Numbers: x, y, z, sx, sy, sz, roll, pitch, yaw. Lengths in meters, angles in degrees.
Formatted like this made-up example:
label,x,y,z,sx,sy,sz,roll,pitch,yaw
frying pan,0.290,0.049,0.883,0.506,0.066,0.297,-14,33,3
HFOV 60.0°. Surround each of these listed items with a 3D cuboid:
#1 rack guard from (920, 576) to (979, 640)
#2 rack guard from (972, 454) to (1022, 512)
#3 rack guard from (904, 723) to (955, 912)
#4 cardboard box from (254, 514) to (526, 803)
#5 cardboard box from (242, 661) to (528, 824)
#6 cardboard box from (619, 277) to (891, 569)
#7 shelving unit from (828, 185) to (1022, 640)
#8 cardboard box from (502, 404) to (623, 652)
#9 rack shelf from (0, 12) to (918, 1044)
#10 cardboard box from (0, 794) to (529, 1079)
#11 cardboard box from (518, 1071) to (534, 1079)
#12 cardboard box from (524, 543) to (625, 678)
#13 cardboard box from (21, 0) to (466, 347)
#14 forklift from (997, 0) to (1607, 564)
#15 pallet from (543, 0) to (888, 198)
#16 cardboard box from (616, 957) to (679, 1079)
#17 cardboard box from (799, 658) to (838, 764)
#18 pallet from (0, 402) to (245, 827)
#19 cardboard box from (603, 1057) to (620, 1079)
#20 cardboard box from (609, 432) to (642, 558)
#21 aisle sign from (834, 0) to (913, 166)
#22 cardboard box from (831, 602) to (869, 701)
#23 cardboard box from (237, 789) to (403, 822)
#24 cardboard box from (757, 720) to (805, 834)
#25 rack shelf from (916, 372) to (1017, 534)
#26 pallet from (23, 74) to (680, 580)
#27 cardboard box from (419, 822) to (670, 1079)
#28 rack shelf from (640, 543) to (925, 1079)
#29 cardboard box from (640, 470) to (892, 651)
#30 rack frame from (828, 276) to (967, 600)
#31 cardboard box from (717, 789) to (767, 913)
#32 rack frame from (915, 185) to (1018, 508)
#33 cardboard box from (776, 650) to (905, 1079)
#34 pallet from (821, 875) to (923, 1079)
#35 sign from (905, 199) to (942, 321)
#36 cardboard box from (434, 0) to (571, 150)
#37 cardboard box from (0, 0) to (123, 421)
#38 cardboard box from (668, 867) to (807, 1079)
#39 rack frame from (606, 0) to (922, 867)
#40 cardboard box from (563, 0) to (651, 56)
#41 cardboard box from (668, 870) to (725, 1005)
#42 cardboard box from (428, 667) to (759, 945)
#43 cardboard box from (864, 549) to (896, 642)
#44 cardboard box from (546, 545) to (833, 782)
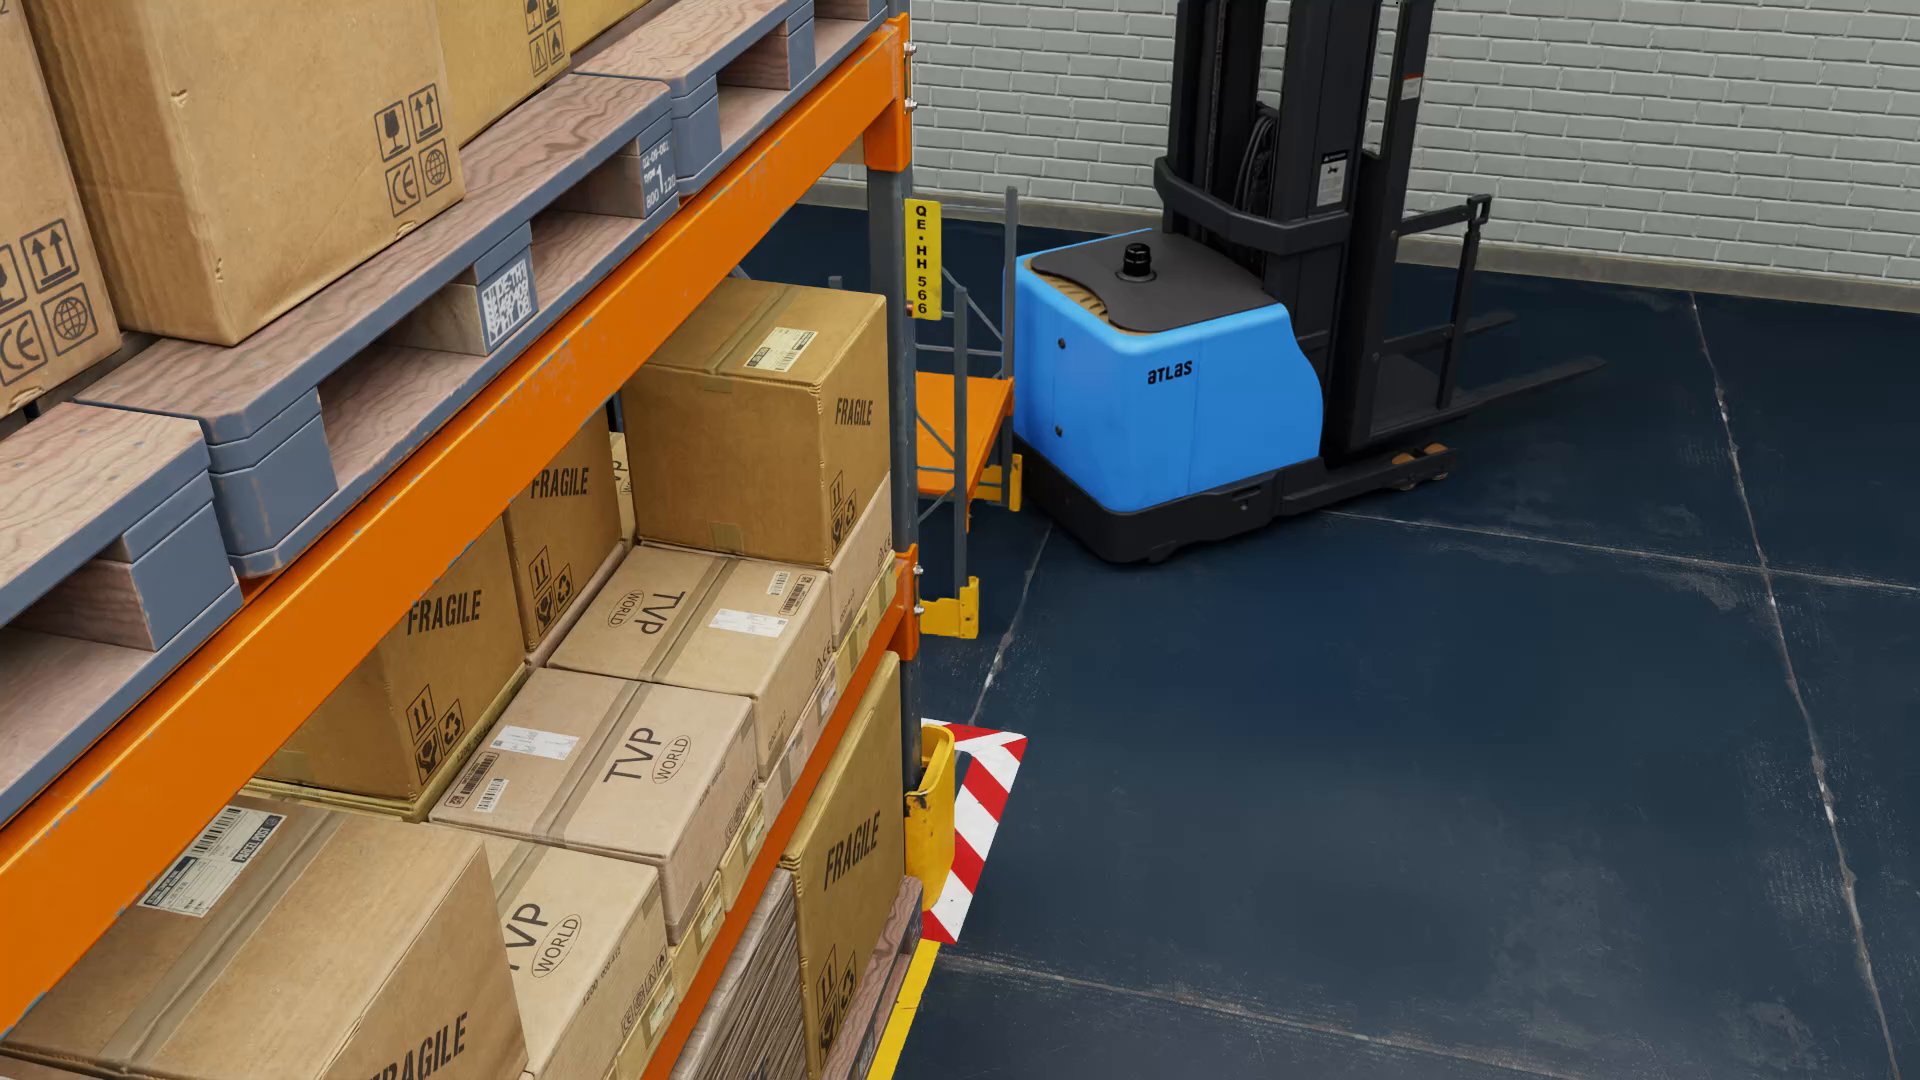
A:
label,x,y,z,sx,sy,sz,roll,pitch,yaw
rack guard,-0.218,0.241,6.638,0.587,0.250,0.087,6,33,10
rack guard,-0.016,-0.282,7.461,0.587,0.250,0.087,6,33,10
rack guard,-0.613,0.830,5.479,1.175,0.500,0.348,8,33,12
cardboard box,-1.254,0.150,3.382,0.500,0.500,0.500,7,33,11
cardboard box,-1.258,0.468,3.580,0.500,0.250,0.500,7,33,11
cardboard box,-0.488,-0.303,4.094,0.500,0.500,0.500,8,33,13
shelving unit,-0.117,-0.548,6.714,0.587,1.500,1.083,6,33,10
cardboard box,-1.128,-0.120,3.806,0.500,0.500,0.500,7,33,11
rack shelf,-1.126,-0.137,2.544,1.077,0.370,4.000,8,33,12
cardboard box,-1.005,0.745,2.445,0.500,0.500,0.500,7,33,11
cardboard box,-1.004,1.066,2.640,0.500,0.250,0.500,9,33,14
cardboard box,-1.127,0.208,3.989,0.500,0.250,0.500,8,33,12
cardboard box,-1.082,-0.609,2.039,0.700,0.500,0.500,9,34,14
forklift,1.713,-1.695,7.185,3.031,2.935,1.130,-16,36,-24
pallet,-0.797,-1.055,3.400,1.003,0.211,1.213,8,33,12
cardboard box,-0.779,0.916,3.247,0.380,0.149,0.250,9,33,13
cardboard box,-0.520,0.389,4.077,0.380,0.149,0.250,8,33,12
pallet,-1.416,0.211,1.408,1.003,0.211,1.213,8,33,12
cardboard box,-0.843,1.052,3.034,0.380,0.149,0.250,7,33,11
cardboard box,-1.002,-0.063,4.415,0.500,0.250,0.500,7,33,11
aisle sign,-0.310,-1.306,4.086,0.394,0.787,0.004,8,33,12
cardboard box,-0.455,0.258,4.282,0.380,0.149,0.250,8,33,13
cardboard box,-1.385,0.740,3.153,0.500,0.250,0.500,7,33,11
cardboard box,-0.584,0.518,3.873,0.380,0.149,0.250,9,33,13
rack shelf,-0.119,-0.391,6.803,0.538,0.185,1.000,6,33,10
pallet,-1.104,-0.420,2.401,1.003,0.211,1.213,8,33,12
cardboard box,-0.871,0.811,3.041,0.500,0.250,0.500,8,33,12
rack shelf,-1.126,1.129,3.349,1.077,0.370,4.000,8,33,12
cardboard box,-0.485,0.013,4.297,0.500,0.250,0.500,7,33,12
rack frame,-0.222,-0.276,6.287,0.500,1.500,0.032,6,33,10
cardboard box,-0.648,0.653,3.661,0.380,0.149,0.250,7,33,11
rack frame,-0.015,-0.810,7.127,0.500,1.500,0.032,6,33,10
cardboard box,-0.704,0.850,4.707,0.875,0.875,0.875,8,33,12
pallet,-0.746,1.390,4.867,1.003,0.211,1.213,8,33,12
sign,-0.097,-0.720,4.287,0.100,0.325,0.005,8,33,12
cardboard box,-1.042,-0.913,2.516,0.700,0.500,0.500,6,33,9
cardboard box,-1.352,-0.357,1.642,0.700,0.500,0.500,10,34,15
cardboard box,-0.935,1.322,3.964,0.875,0.875,0.875,8,33,12
rack frame,-0.619,-0.213,4.789,1.000,3.000,0.127,8,33,12
cardboard box,-0.958,-1.188,2.948,0.700,0.500,0.500,7,33,11
cardboard box,-0.714,0.788,3.449,0.380,0.149,0.250,8,33,13
cardboard box,-0.743,0.540,3.467,0.500,0.250,0.500,7,33,11
cardboard box,-0.390,0.123,4.495,0.380,0.149,0.250,9,33,13
cardboard box,-0.614,0.276,3.883,0.500,0.250,0.500,7,33,12
